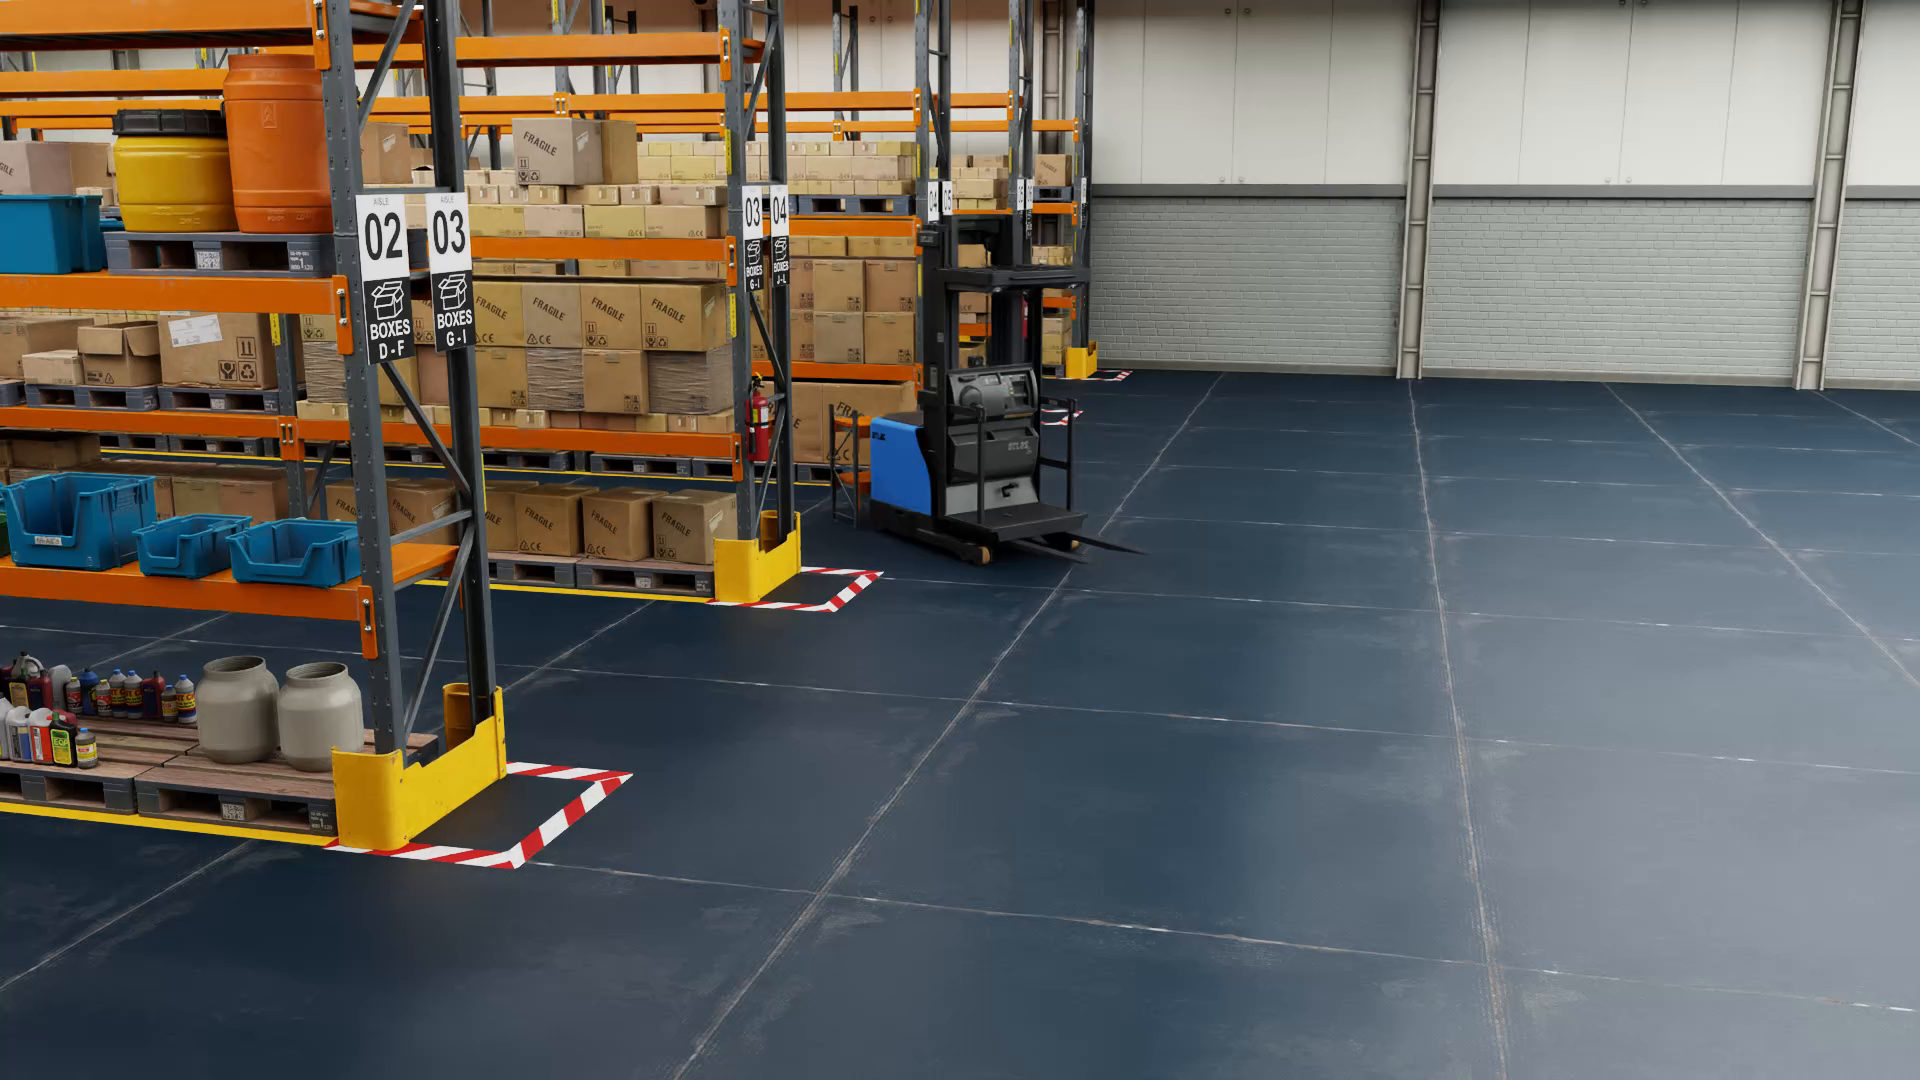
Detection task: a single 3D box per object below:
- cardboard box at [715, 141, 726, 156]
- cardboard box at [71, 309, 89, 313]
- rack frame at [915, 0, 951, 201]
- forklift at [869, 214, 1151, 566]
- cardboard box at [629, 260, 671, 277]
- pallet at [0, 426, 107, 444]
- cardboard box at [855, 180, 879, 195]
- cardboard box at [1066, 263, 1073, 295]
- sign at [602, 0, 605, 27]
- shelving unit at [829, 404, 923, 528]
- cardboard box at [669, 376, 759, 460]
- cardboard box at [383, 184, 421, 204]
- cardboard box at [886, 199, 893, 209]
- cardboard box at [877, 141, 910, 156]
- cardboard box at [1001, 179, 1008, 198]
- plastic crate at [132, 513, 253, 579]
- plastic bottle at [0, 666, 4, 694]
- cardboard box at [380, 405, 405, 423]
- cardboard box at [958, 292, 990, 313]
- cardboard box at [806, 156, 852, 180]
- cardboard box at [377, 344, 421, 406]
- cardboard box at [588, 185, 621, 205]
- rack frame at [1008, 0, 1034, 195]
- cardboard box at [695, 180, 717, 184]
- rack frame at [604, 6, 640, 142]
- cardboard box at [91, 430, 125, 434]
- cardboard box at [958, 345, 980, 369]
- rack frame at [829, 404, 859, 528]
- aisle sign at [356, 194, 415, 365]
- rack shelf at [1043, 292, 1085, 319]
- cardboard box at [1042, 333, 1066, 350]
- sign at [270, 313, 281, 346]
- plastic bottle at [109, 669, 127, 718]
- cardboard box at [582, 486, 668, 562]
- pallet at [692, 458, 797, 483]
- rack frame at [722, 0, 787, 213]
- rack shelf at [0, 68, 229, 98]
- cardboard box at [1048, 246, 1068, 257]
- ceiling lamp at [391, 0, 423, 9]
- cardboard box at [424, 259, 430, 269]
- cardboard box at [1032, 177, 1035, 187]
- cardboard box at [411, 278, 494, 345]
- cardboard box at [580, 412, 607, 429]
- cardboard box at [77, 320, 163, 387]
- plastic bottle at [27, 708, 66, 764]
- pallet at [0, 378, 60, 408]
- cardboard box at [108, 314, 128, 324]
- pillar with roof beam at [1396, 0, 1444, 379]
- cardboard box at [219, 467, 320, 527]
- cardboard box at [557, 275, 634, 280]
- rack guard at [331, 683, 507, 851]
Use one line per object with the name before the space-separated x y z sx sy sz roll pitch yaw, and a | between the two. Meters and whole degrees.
cardboard box | -2.411 -4.154 17.659 0.250 0.149 0.380 3 13 13
cardboard box | -10.380 -2.797 19.853 0.250 0.149 0.380 3 13 13
rack frame | -0.276 -5.059 17.277 0.127 3.000 1.000 3 13 14
forklift | 0.420 -1.329 14.473 1.130 2.935 3.031 -9 15 -35
cardboard box | -3.248 -2.908 18.592 0.550 0.550 0.875 3 13 14
pallet | -11.171 -1.352 20.855 1.213 0.211 1.003 3 13 14
cardboard box | -0.925 -3.685 17.389 0.250 0.149 0.380 3 13 14
cardboard box | 1.583 -4.354 27.716 0.500 0.500 0.500 3 13 15
sign | -4.003 -5.916 18.615 0.005 0.325 0.100 3 13 14
shelving unit | -0.680 -0.767 16.110 1.048 1.125 0.538 -8 15 -32
cardboard box | -2.690 -1.412 18.627 0.875 0.875 0.875 3 13 14
cardboard box | -4.423 -2.783 13.367 0.250 0.149 0.380 3 13 15
cardboard box | -0.839 -4.550 22.489 0.250 0.149 0.380 3 13 12
cardboard box | -0.685 -4.061 17.244 0.250 0.149 0.380 3 13 14
cardboard box | 0.387 -4.795 22.672 0.500 0.250 0.500 3 13 13
plastic crate | -3.936 0.024 8.562 0.408 0.251 0.499 3 13 14
plastic bottle | -5.753 0.803 9.808 0.185 0.351 0.144 2 13 11
cardboard box | -4.576 -1.069 13.724 0.250 0.149 0.380 3 13 14
cardboard box | 0.218 -3.341 22.465 0.500 0.500 0.500 3 13 13
cardboard box | -1.304 -3.913 17.497 0.500 0.250 0.500 3 13 14
cardboard box | -4.547 -1.425 13.828 0.500 0.500 0.875 3 13 14
cardboard box | -2.673 -2.665 12.835 0.250 0.149 0.380 3 13 14
rack frame | 0.811 -6.105 21.993 0.127 3.000 1.000 3 13 14
cardboard box | -2.651 -3.778 17.805 0.250 0.149 0.380 3 13 14
rack frame | -5.770 -7.565 28.570 0.127 3.000 1.000 3 13 14
cardboard box | -10.247 -1.592 20.303 0.500 0.500 0.500 3 13 15
cardboard box | -0.029 -2.392 22.754 0.500 0.500 0.500 3 13 14
rack frame | -1.105 -0.707 15.838 0.032 1.125 0.500 -8 15 -32
aisle sign | -2.751 -1.254 7.975 0.004 0.787 0.394 3 13 14
rack shelf | 0.055 -3.973 27.894 4.000 0.370 1.077 3 13 14
cardboard box | 1.450 -3.287 27.364 0.500 0.250 0.500 3 13 13
sign | -5.576 -1.749 13.533 0.005 0.325 0.100 3 13 14
plastic bottle | -4.865 0.883 9.626 0.097 0.271 0.097 0 13 0
cardboard box | -2.754 -0.137 13.744 0.500 0.500 0.500 7 14 28
pallet | -2.252 -0.858 18.629 1.213 0.211 1.003 3 13 14
rack frame | -1.563 -4.021 12.600 0.127 3.000 1.000 3 13 14
rack shelf | -7.388 -3.786 14.124 4.000 0.370 1.077 3 13 14
cardboard box | 1.599 -4.706 27.119 0.250 0.149 0.380 3 13 14
ceiling lamp | -9.366 -10.116 26.594 2.000 3.185 0.800 3 13 14
cardboard box | -6.124 -2.979 19.211 0.500 0.500 0.700 3 13 13
cardboard box | 1.120 -5.795 26.900 0.250 0.149 0.380 3 13 12
cardboard box | -4.099 -1.854 13.455 0.500 0.500 0.500 3 13 14
cardboard box | -2.859 -0.995 13.387 0.250 0.149 0.380 3 13 14
cardboard box | -7.152 -1.626 14.446 0.637 0.503 0.797 4 13 19
plastic bottle | -4.876 1.042 8.901 0.135 0.276 0.152 3 13 14
pallet | -8.613 -1.400 15.076 1.003 0.211 1.213 3 13 14
cardboard box | -9.877 -2.625 19.765 0.250 0.149 0.380 3 13 15
pillar with roof beam | 6.331 -6.158 22.232 0.400 9.000 9.100 3 13 14
cardboard box | -6.037 -0.331 14.572 0.500 0.500 0.700 2 13 9
cardboard box | -3.001 -1.914 13.724 0.500 0.500 0.500 3 13 14
rack guard | -2.835 1.175 8.799 0.348 0.500 1.175 3 13 14
